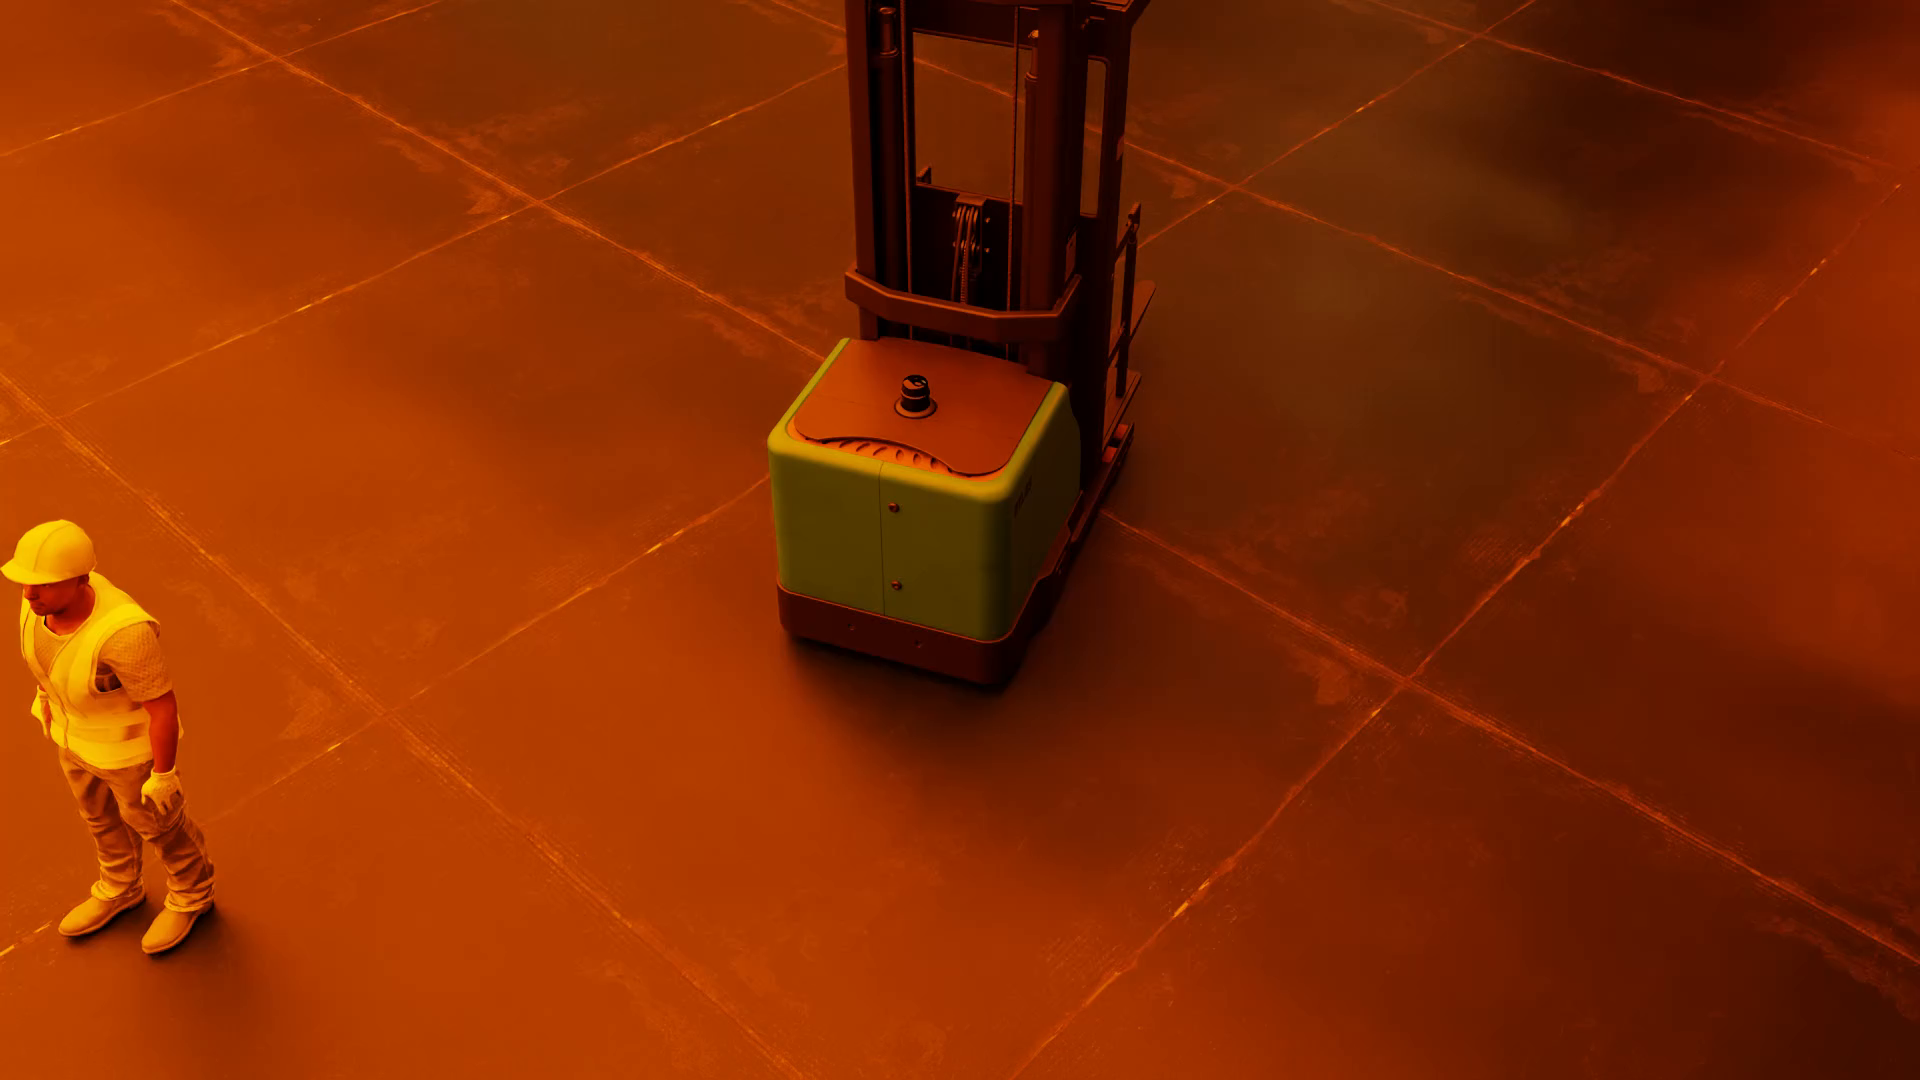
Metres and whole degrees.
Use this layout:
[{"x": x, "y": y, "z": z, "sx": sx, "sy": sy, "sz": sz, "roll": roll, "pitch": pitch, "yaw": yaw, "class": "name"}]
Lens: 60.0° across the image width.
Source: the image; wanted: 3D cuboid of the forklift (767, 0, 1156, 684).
[{"x": 0.211, "y": -1.484, "z": 7.158, "sx": 1.130, "sy": 2.935, "sz": 3.031, "roll": 14, "pitch": 42, "yaw": 15, "class": "forklift"}]

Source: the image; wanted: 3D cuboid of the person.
[{"x": -2.852, "y": 0.698, "z": 5.486, "sx": 0.655, "sy": 1.785, "sz": 0.575, "roll": 23, "pitch": 46, "yaw": 24, "class": "person"}]
